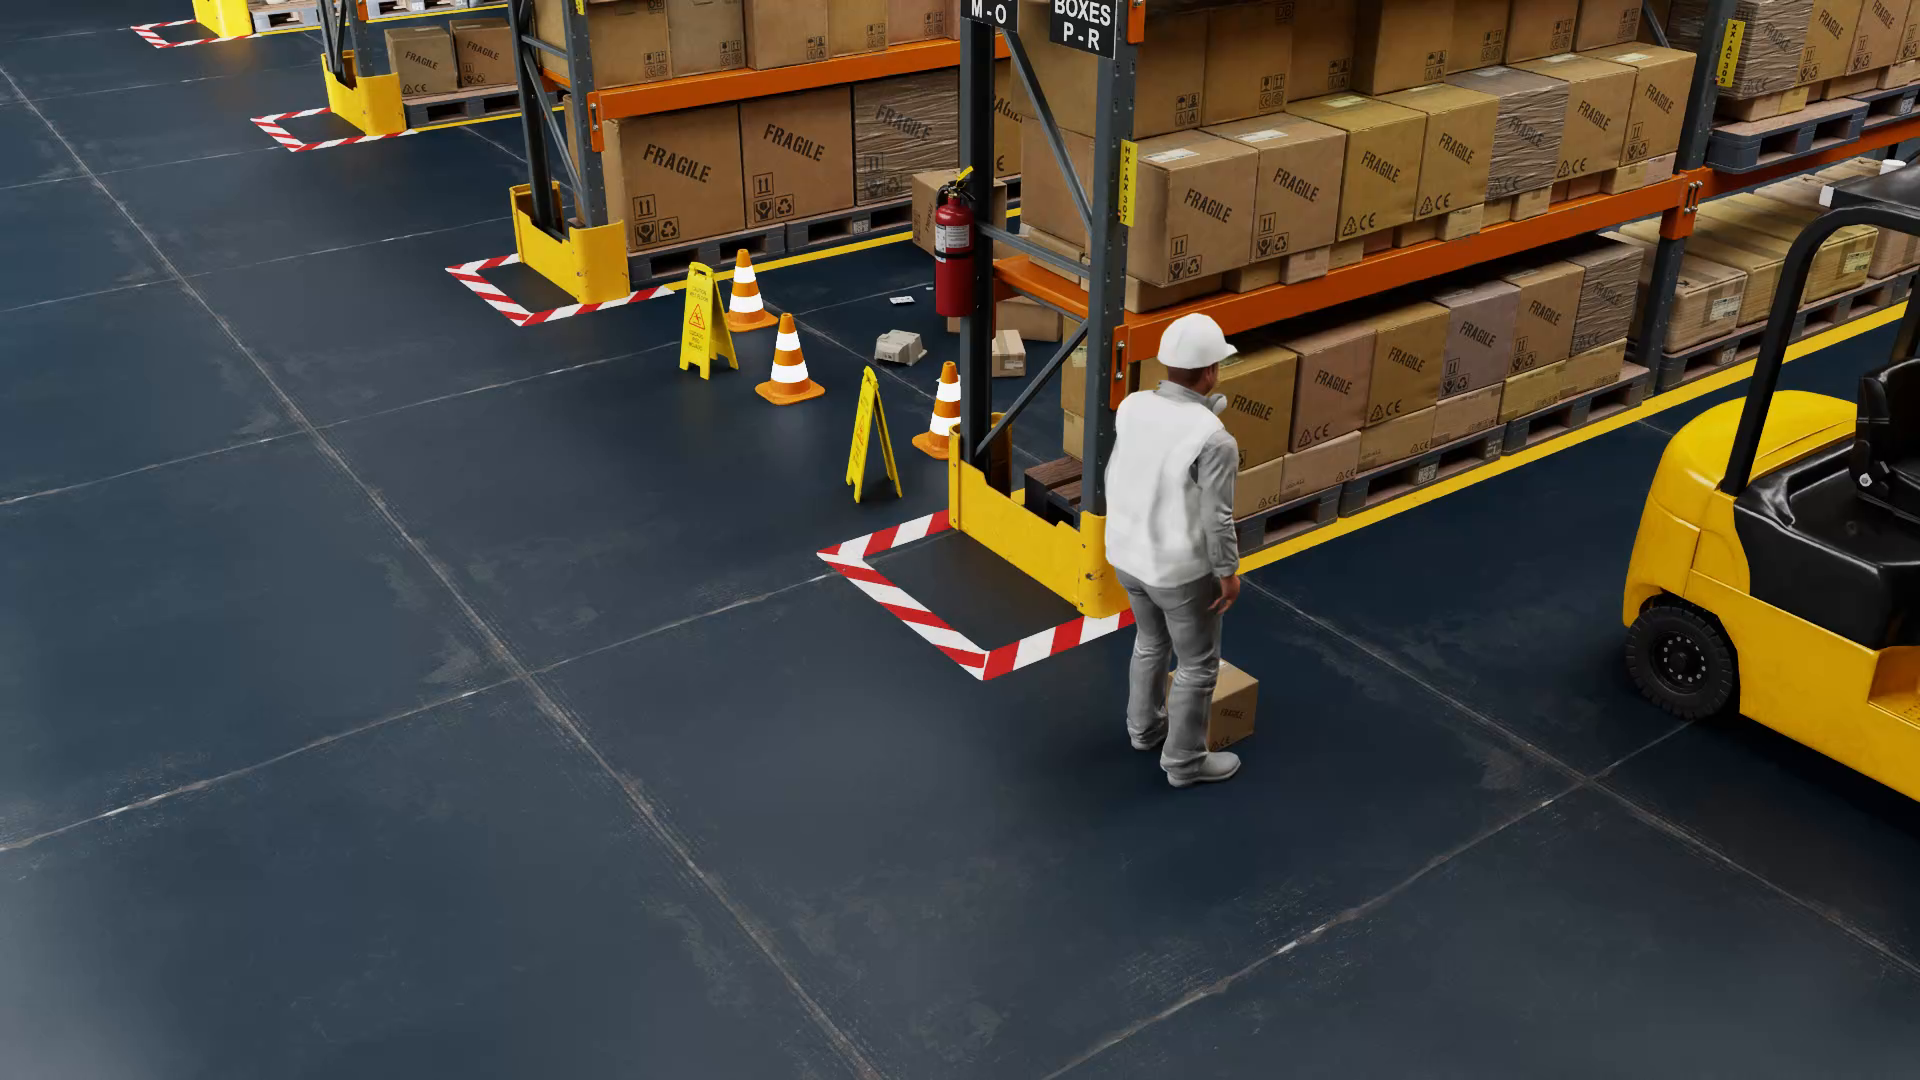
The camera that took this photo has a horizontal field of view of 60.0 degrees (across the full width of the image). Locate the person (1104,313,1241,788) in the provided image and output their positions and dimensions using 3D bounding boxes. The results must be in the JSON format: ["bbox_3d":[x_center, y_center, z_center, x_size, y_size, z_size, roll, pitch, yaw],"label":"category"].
[{"bbox_3d":[0.772,0.044,6.016,0.476,1.770,0.591,-21,35,-34],"label":"person"}]
